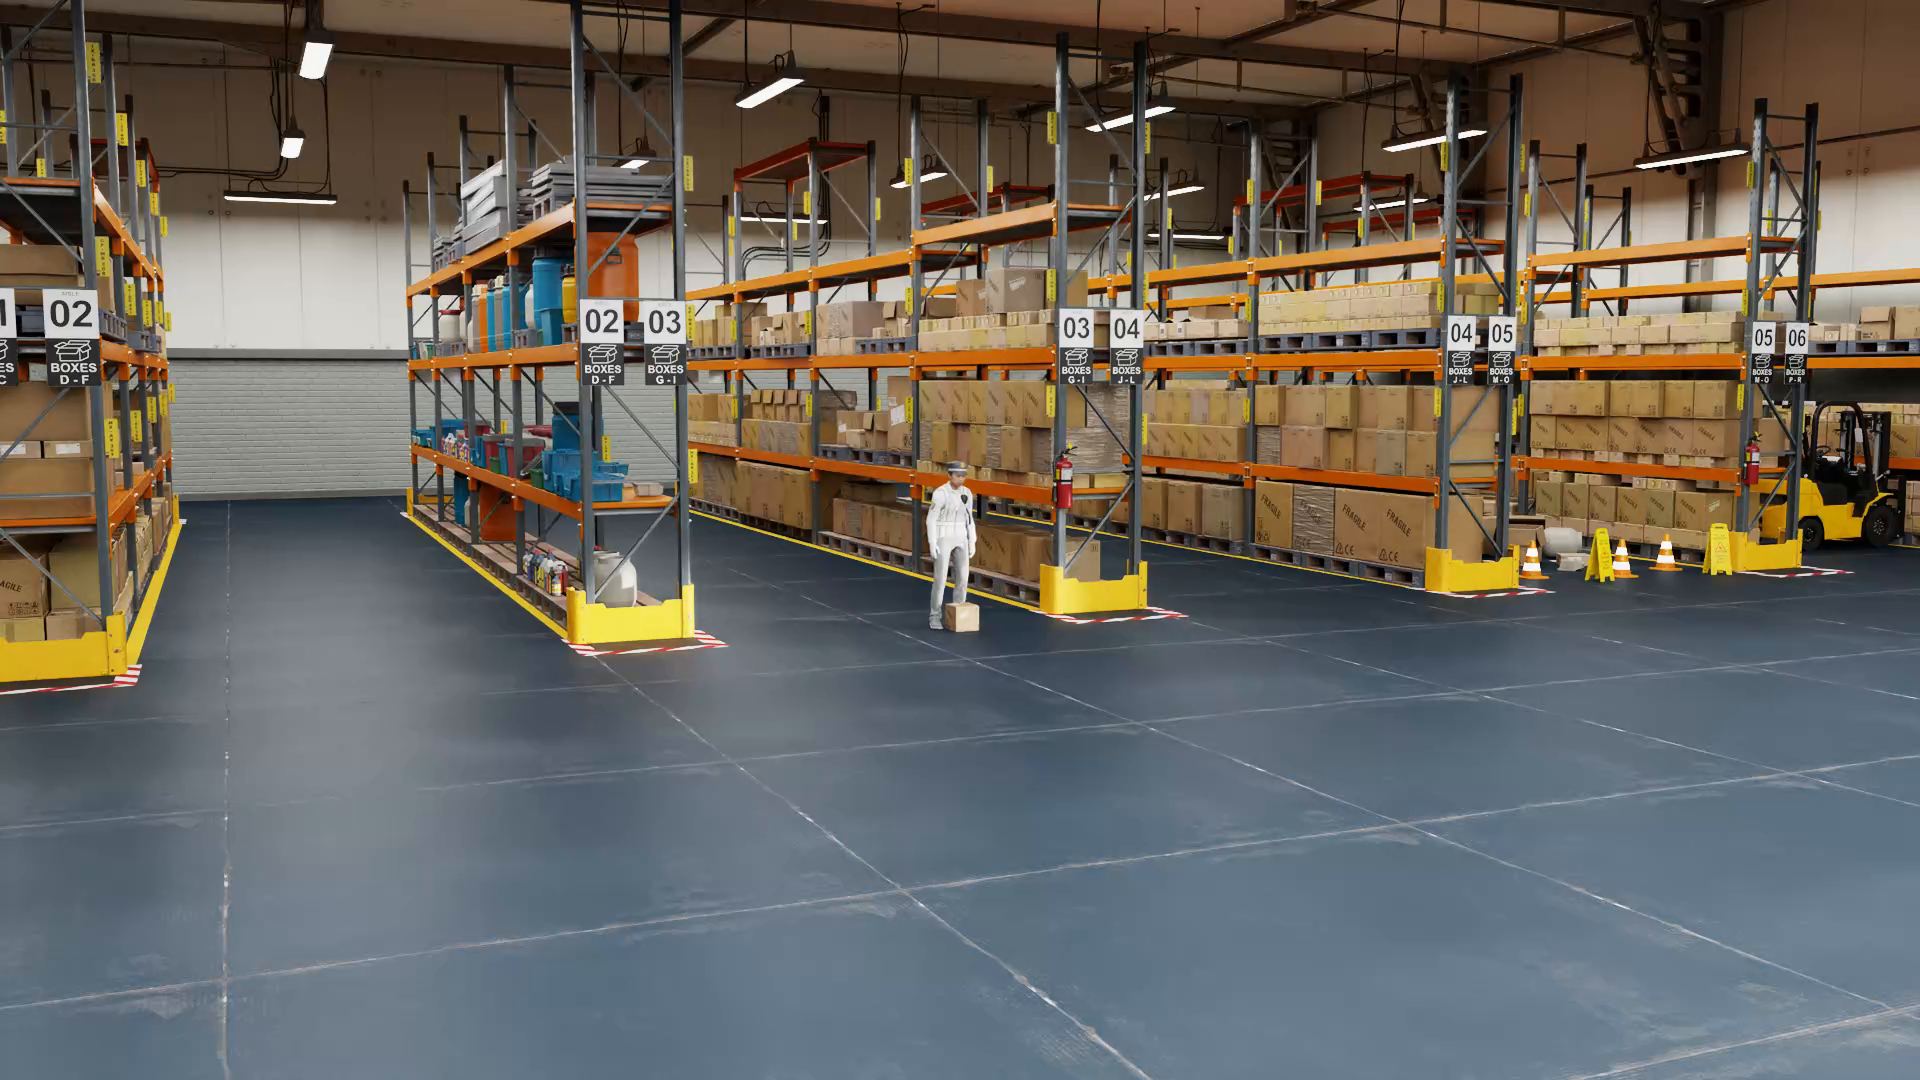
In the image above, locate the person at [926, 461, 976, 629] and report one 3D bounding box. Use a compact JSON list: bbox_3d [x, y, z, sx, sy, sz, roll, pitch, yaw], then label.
[{"bbox_3d":[-0.070,0.041,16.563,0.539,1.662,0.414,-3,6,-27],"label":"person"}]
